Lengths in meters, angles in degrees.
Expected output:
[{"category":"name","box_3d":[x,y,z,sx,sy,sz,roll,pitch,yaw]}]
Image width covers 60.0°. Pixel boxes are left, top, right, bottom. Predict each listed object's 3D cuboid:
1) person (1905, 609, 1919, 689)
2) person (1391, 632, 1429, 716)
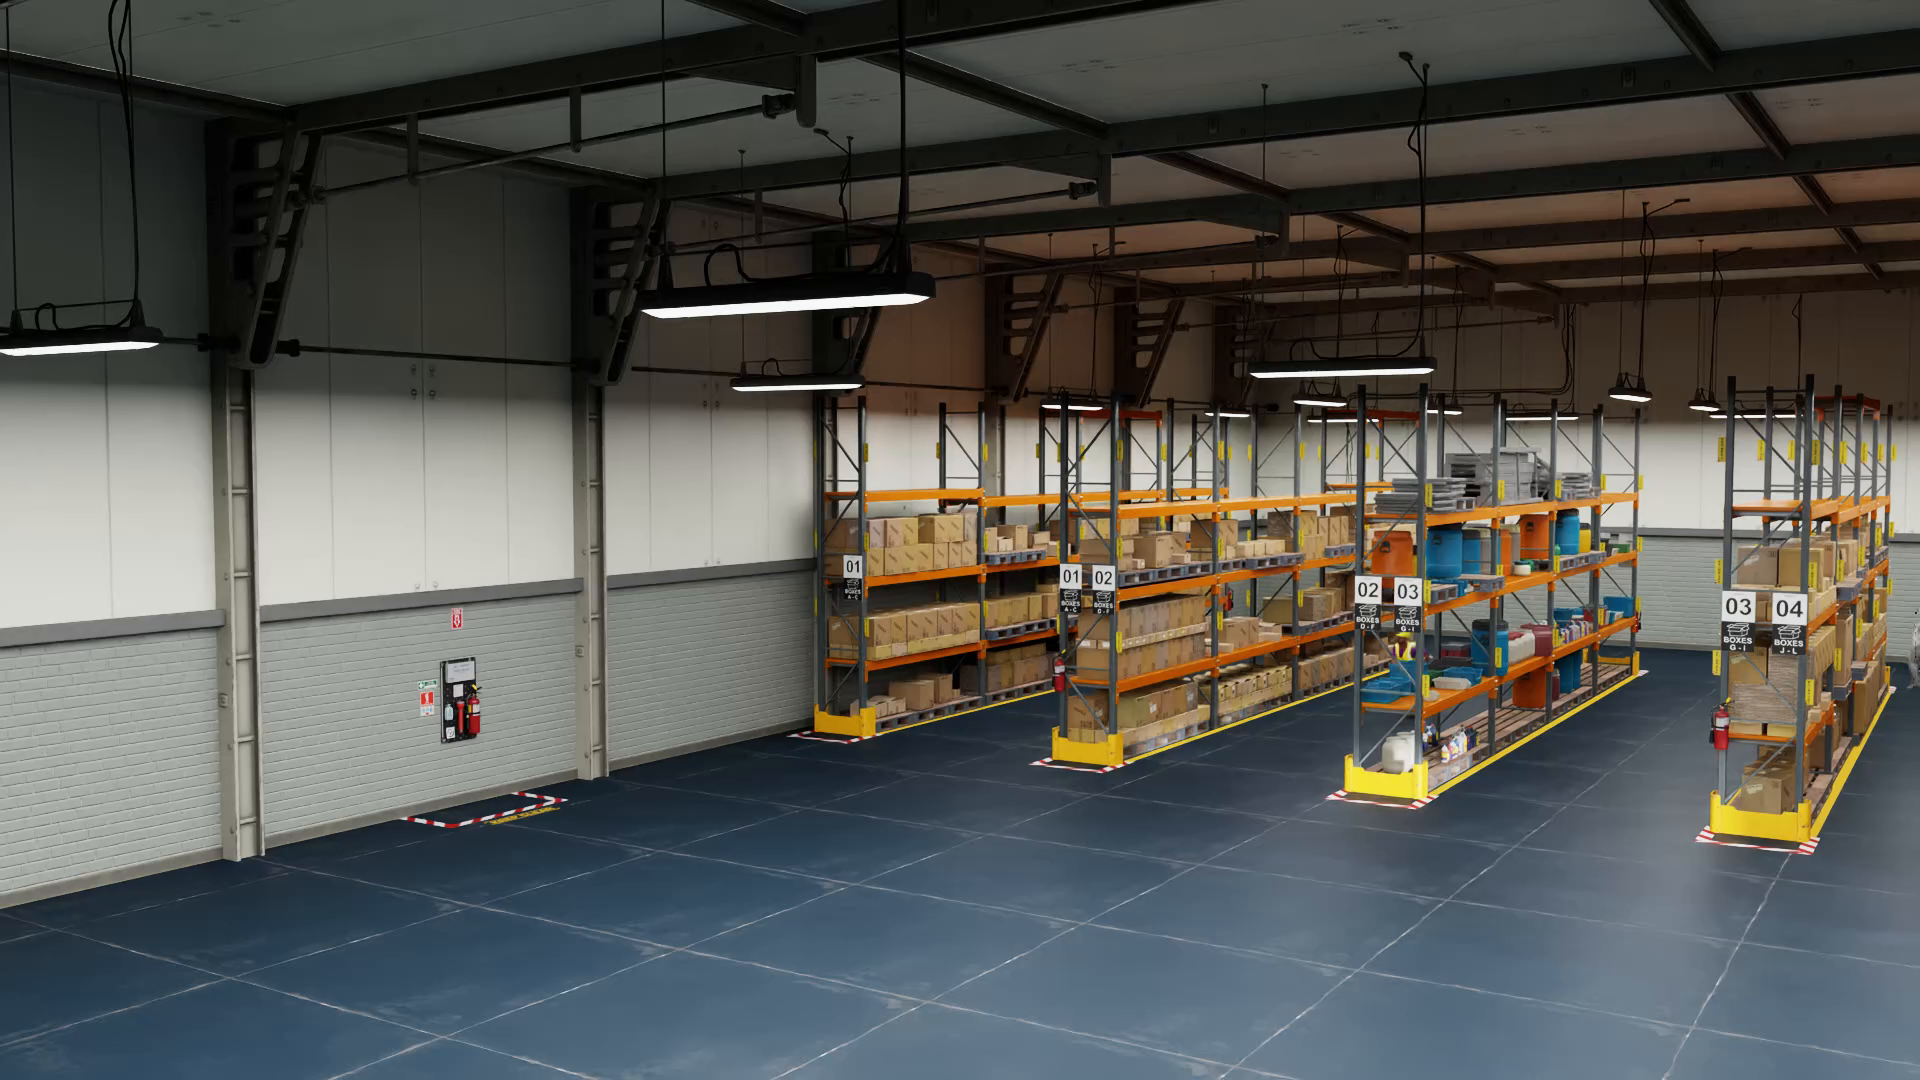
[{"category":"person","box_3d":[20.387,2.293,35.169,0.514,1.827,0.539,-2,3,-28]},{"category":"person","box_3d":[8.515,2.516,31.466,0.753,1.669,0.678,3,4,43]}]
